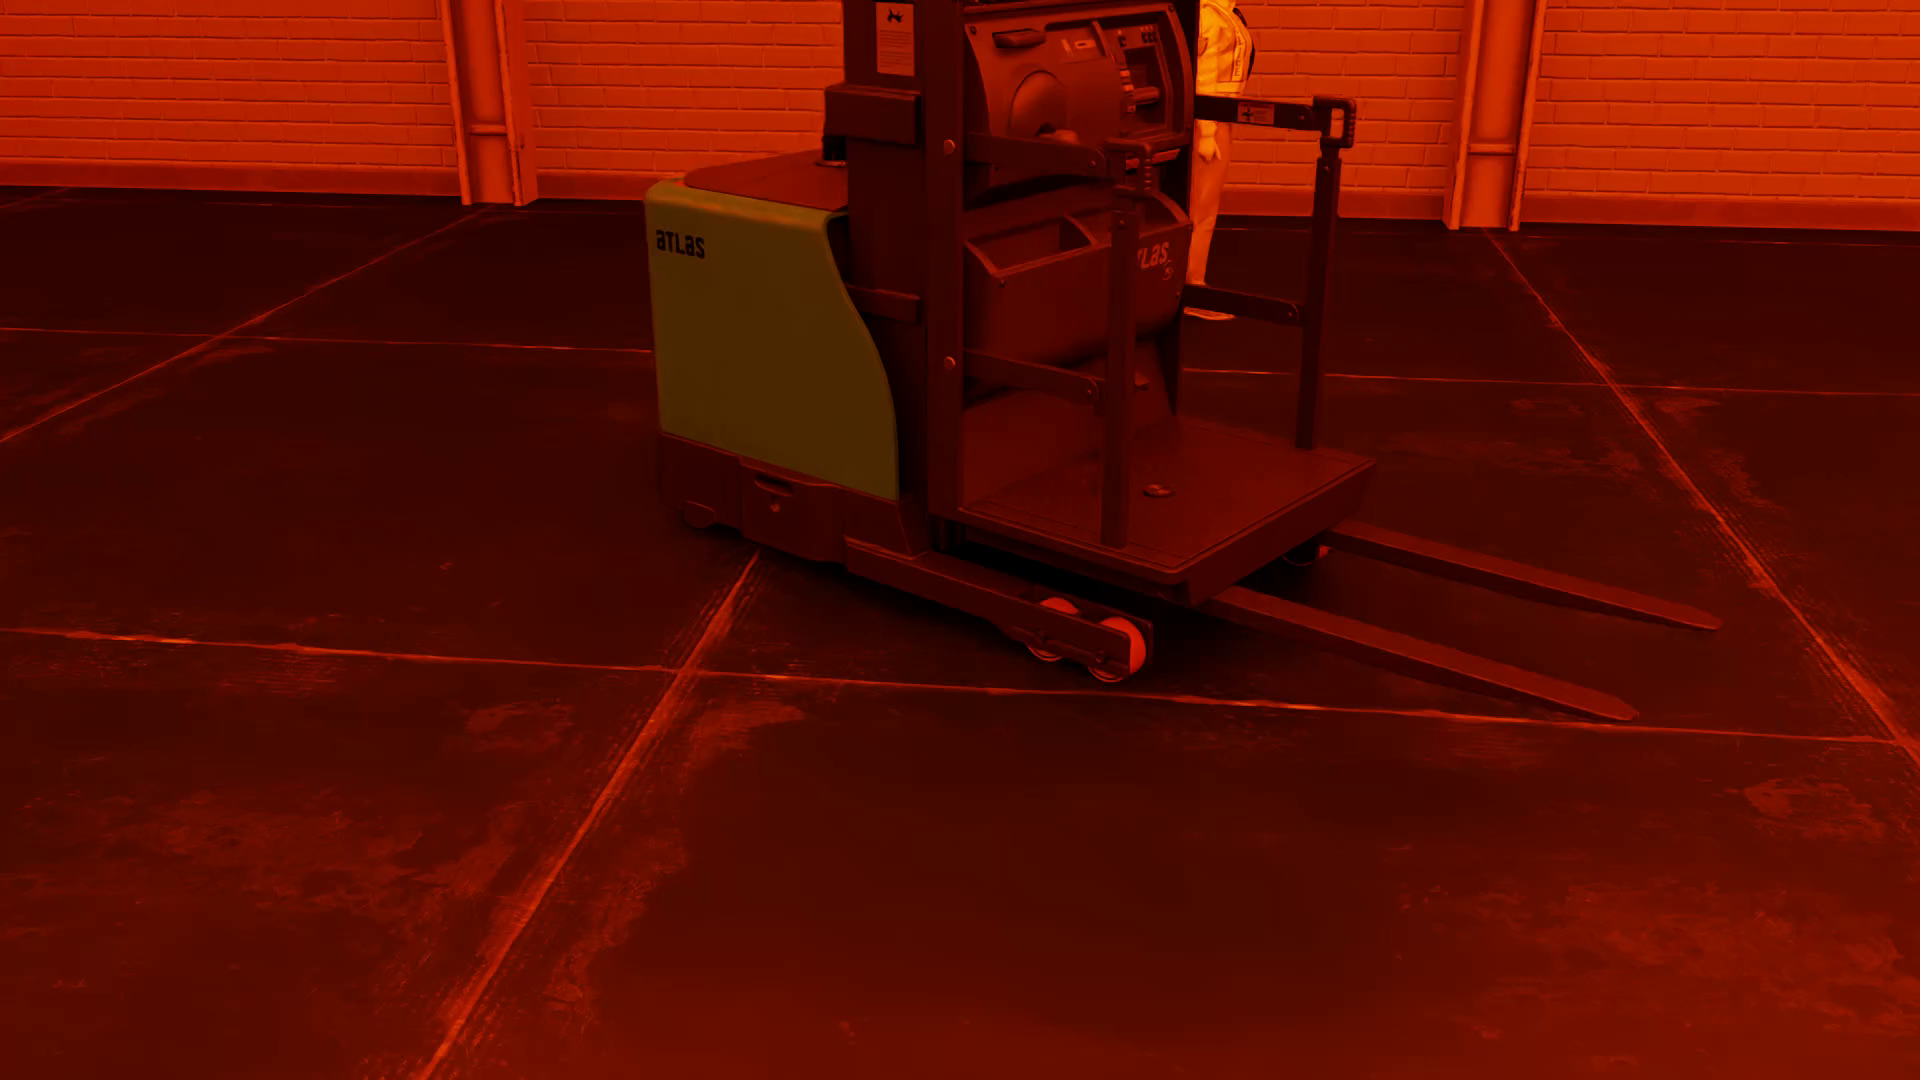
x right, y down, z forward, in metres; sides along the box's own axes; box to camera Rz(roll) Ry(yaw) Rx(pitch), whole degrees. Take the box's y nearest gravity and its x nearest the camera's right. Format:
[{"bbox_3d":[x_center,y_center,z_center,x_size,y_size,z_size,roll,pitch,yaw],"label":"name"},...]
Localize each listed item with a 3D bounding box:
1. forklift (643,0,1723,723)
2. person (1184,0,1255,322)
[{"bbox_3d":[0.496,-1.216,4.273,3.031,2.935,1.130,17,28,36],"label":"forklift"},{"bbox_3d":[1.150,-1.881,7.591,0.339,1.693,0.462,4,22,11],"label":"person"}]
